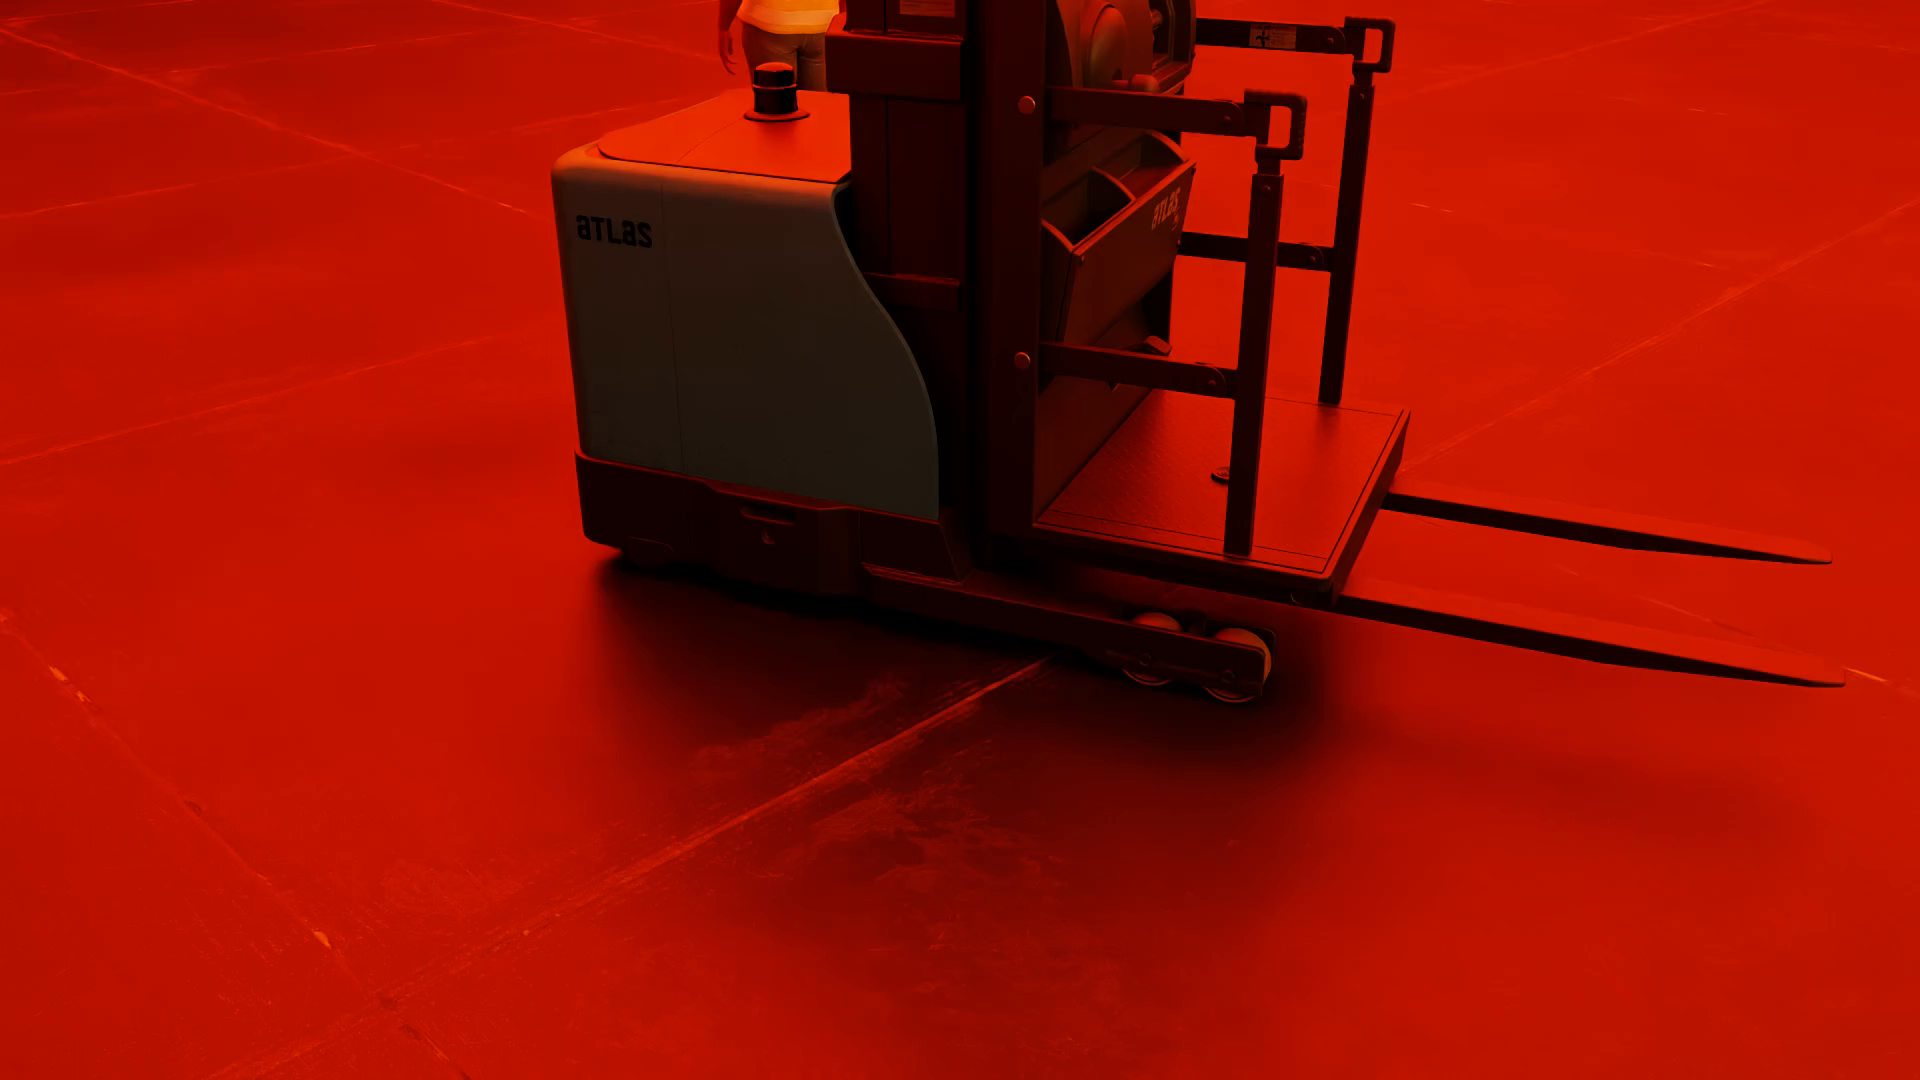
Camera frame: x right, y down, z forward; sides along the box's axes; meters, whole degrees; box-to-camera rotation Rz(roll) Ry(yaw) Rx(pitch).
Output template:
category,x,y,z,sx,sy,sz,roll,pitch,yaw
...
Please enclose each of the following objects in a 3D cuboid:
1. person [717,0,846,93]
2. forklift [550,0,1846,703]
category,x,y,z,sx,sy,sz,roll,pitch,yaw
person,-0.756,-2.171,6.947,0.666,1.766,0.577,-20,32,-34
forklift,0.560,-1.212,3.684,3.031,2.935,1.130,11,28,20
